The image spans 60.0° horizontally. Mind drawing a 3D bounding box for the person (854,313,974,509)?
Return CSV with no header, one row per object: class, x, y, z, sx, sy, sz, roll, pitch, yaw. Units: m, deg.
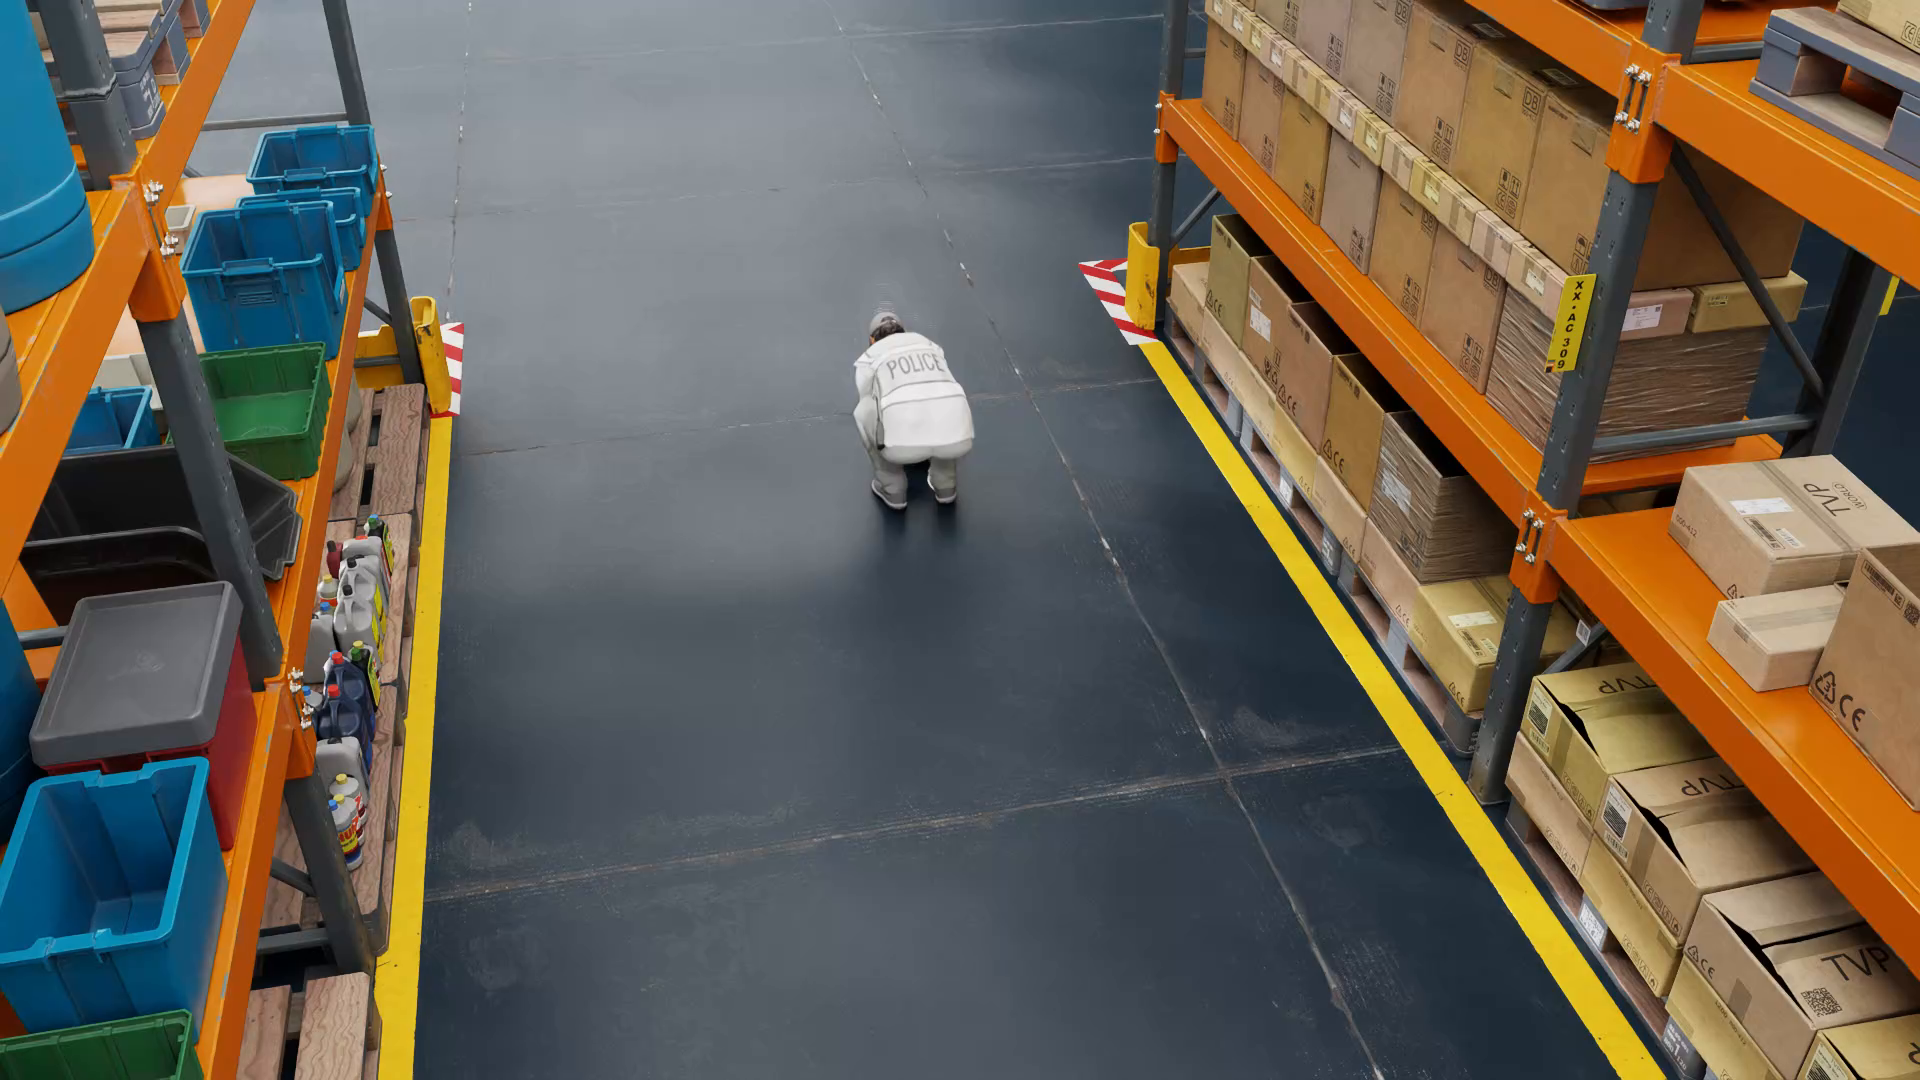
person,-0.238,-0.565,7.815,0.494,0.775,0.917,-8,35,-12
